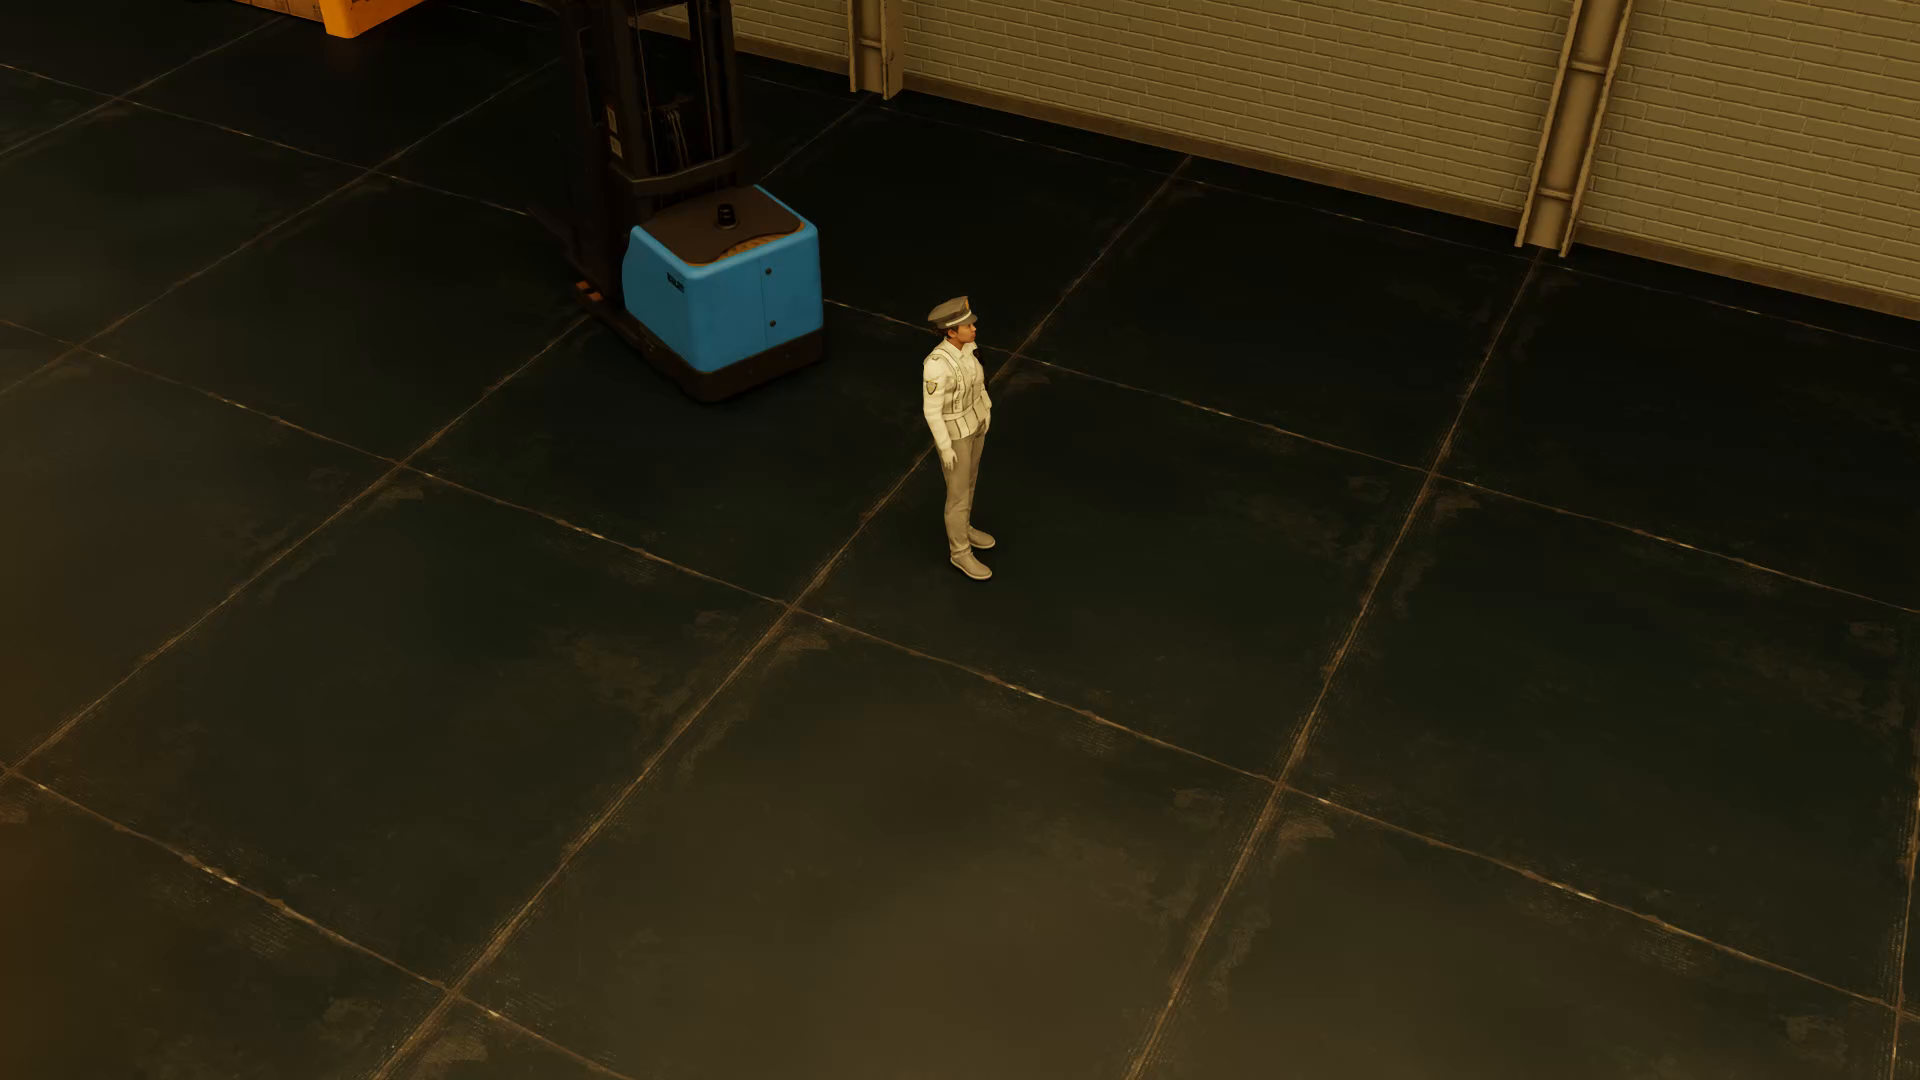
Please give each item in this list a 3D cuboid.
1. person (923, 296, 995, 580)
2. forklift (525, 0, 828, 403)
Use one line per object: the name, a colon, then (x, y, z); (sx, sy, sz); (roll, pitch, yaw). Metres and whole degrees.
person: (0.057, -0.630, 9.683); (0.534, 1.696, 0.587); (18, 43, 21)
forklift: (-2.227, -2.946, 11.485); (1.130, 2.935, 3.031); (-26, 47, -28)
